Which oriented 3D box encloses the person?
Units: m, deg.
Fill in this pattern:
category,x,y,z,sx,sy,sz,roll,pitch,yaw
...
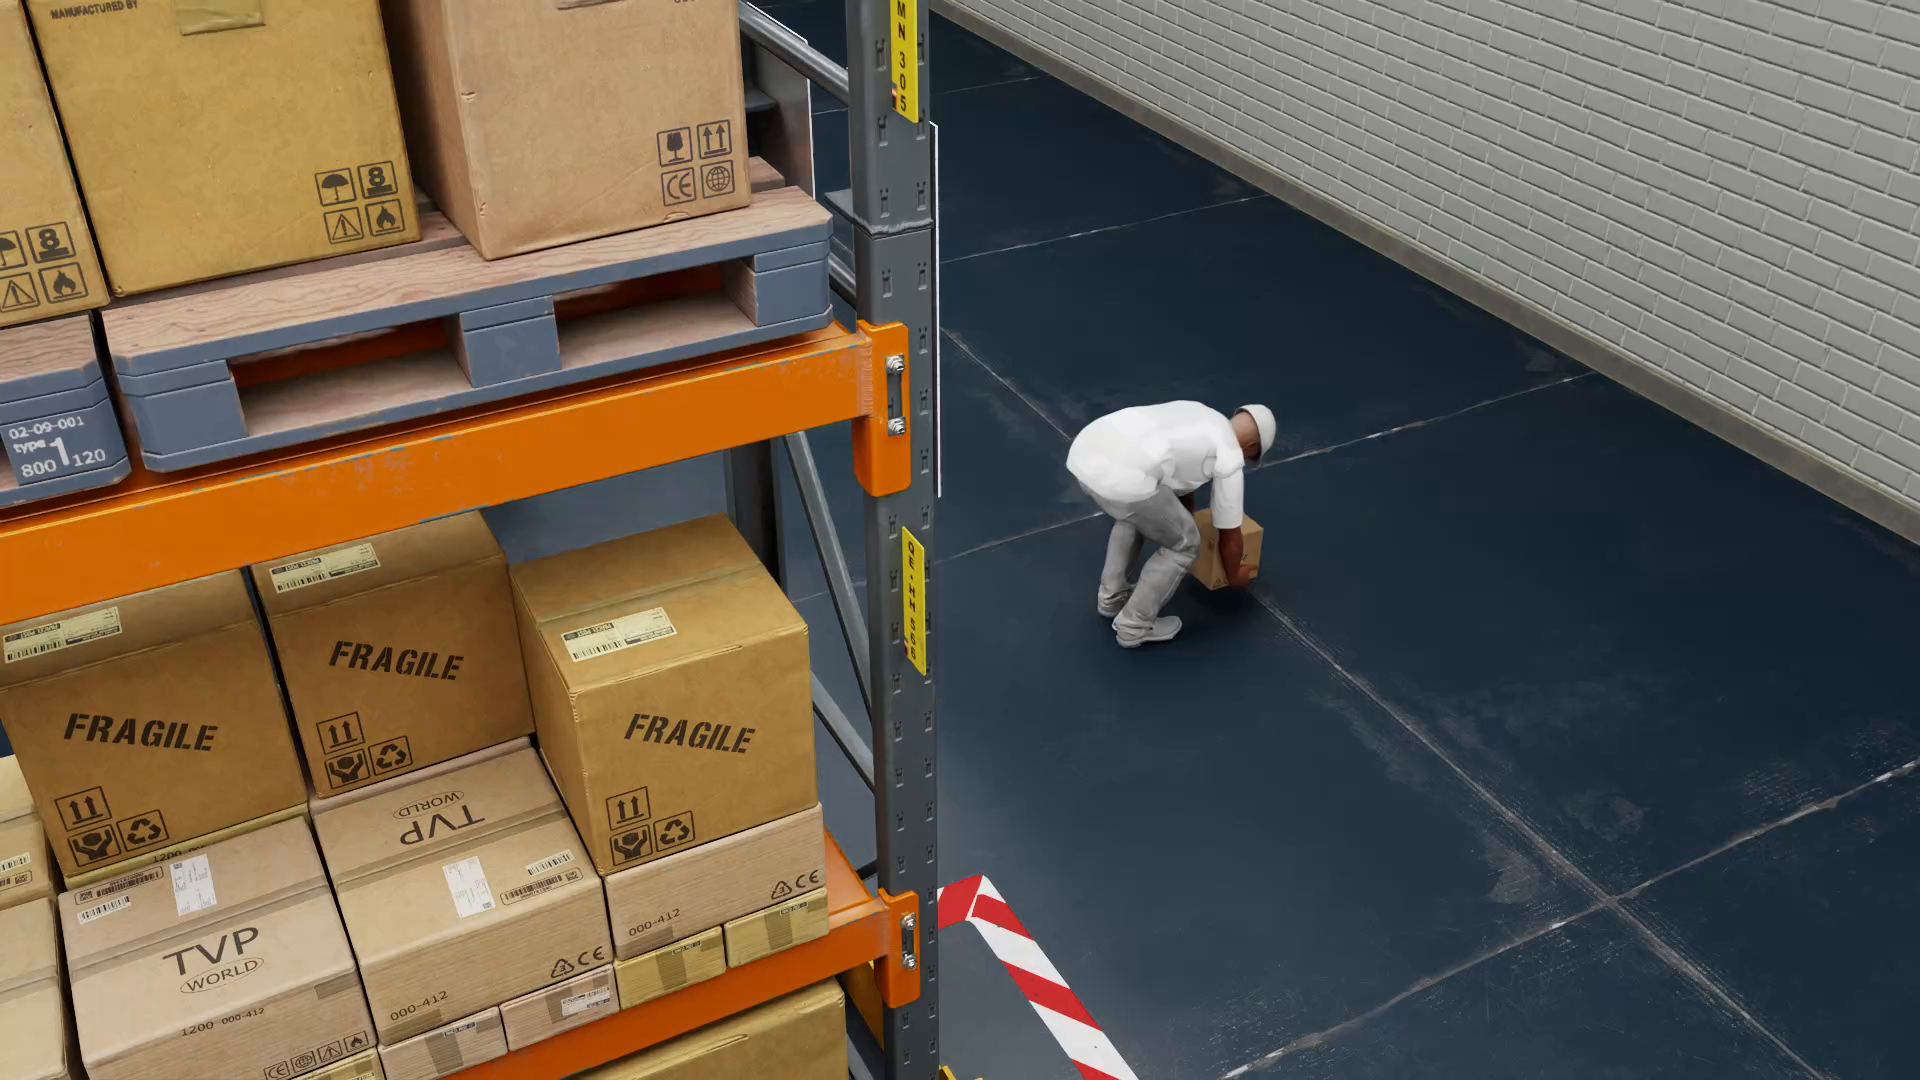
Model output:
category,x,y,z,sx,sy,sz,roll,pitch,yaw
person,0.904,-0.133,7.008,0.977,1.018,0.497,-18,37,-25
